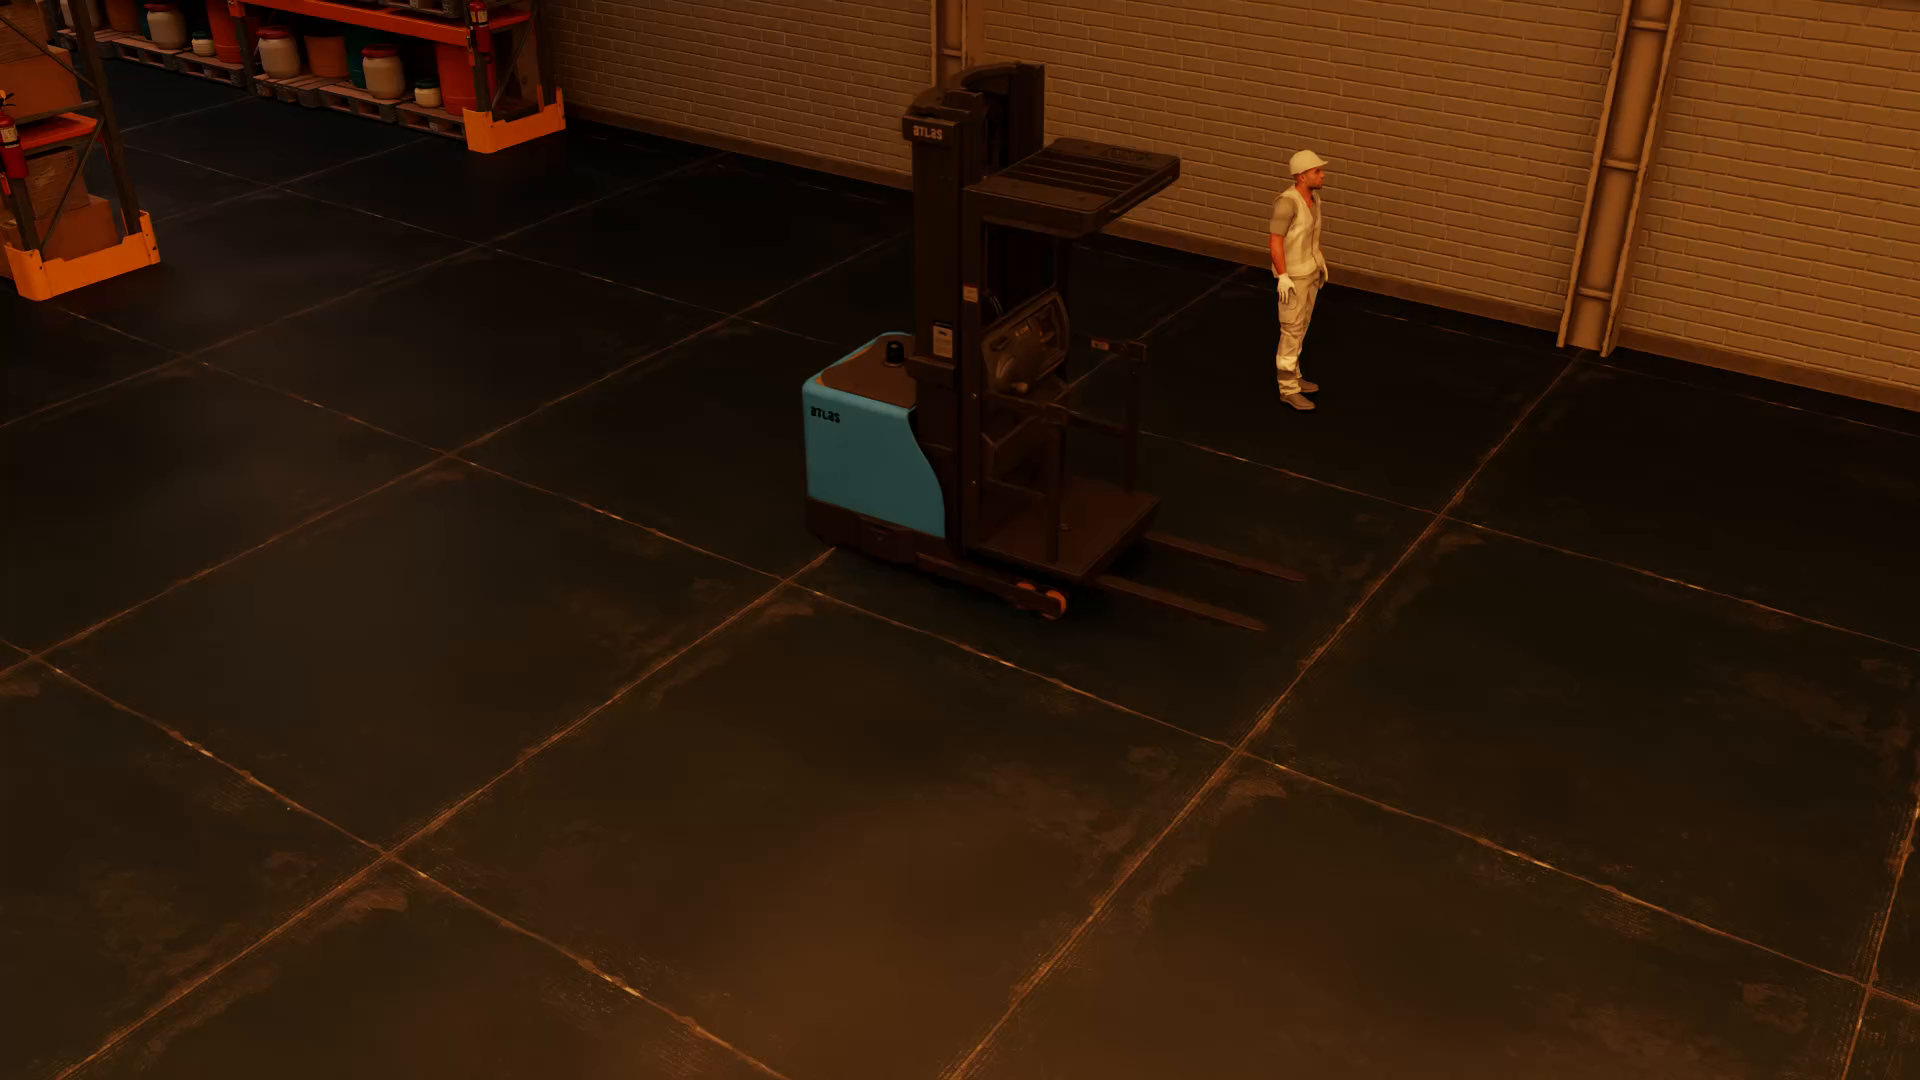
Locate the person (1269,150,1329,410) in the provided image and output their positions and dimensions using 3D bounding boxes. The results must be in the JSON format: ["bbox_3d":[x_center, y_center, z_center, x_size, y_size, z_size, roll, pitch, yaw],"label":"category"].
[{"bbox_3d":[2.501,-1.887,11.954,0.566,1.786,0.637,21,36,32],"label":"person"}]

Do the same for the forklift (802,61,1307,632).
[{"bbox_3d":[0.556,-1.109,9.491,3.031,2.935,1.130,17,34,27],"label":"forklift"}]
